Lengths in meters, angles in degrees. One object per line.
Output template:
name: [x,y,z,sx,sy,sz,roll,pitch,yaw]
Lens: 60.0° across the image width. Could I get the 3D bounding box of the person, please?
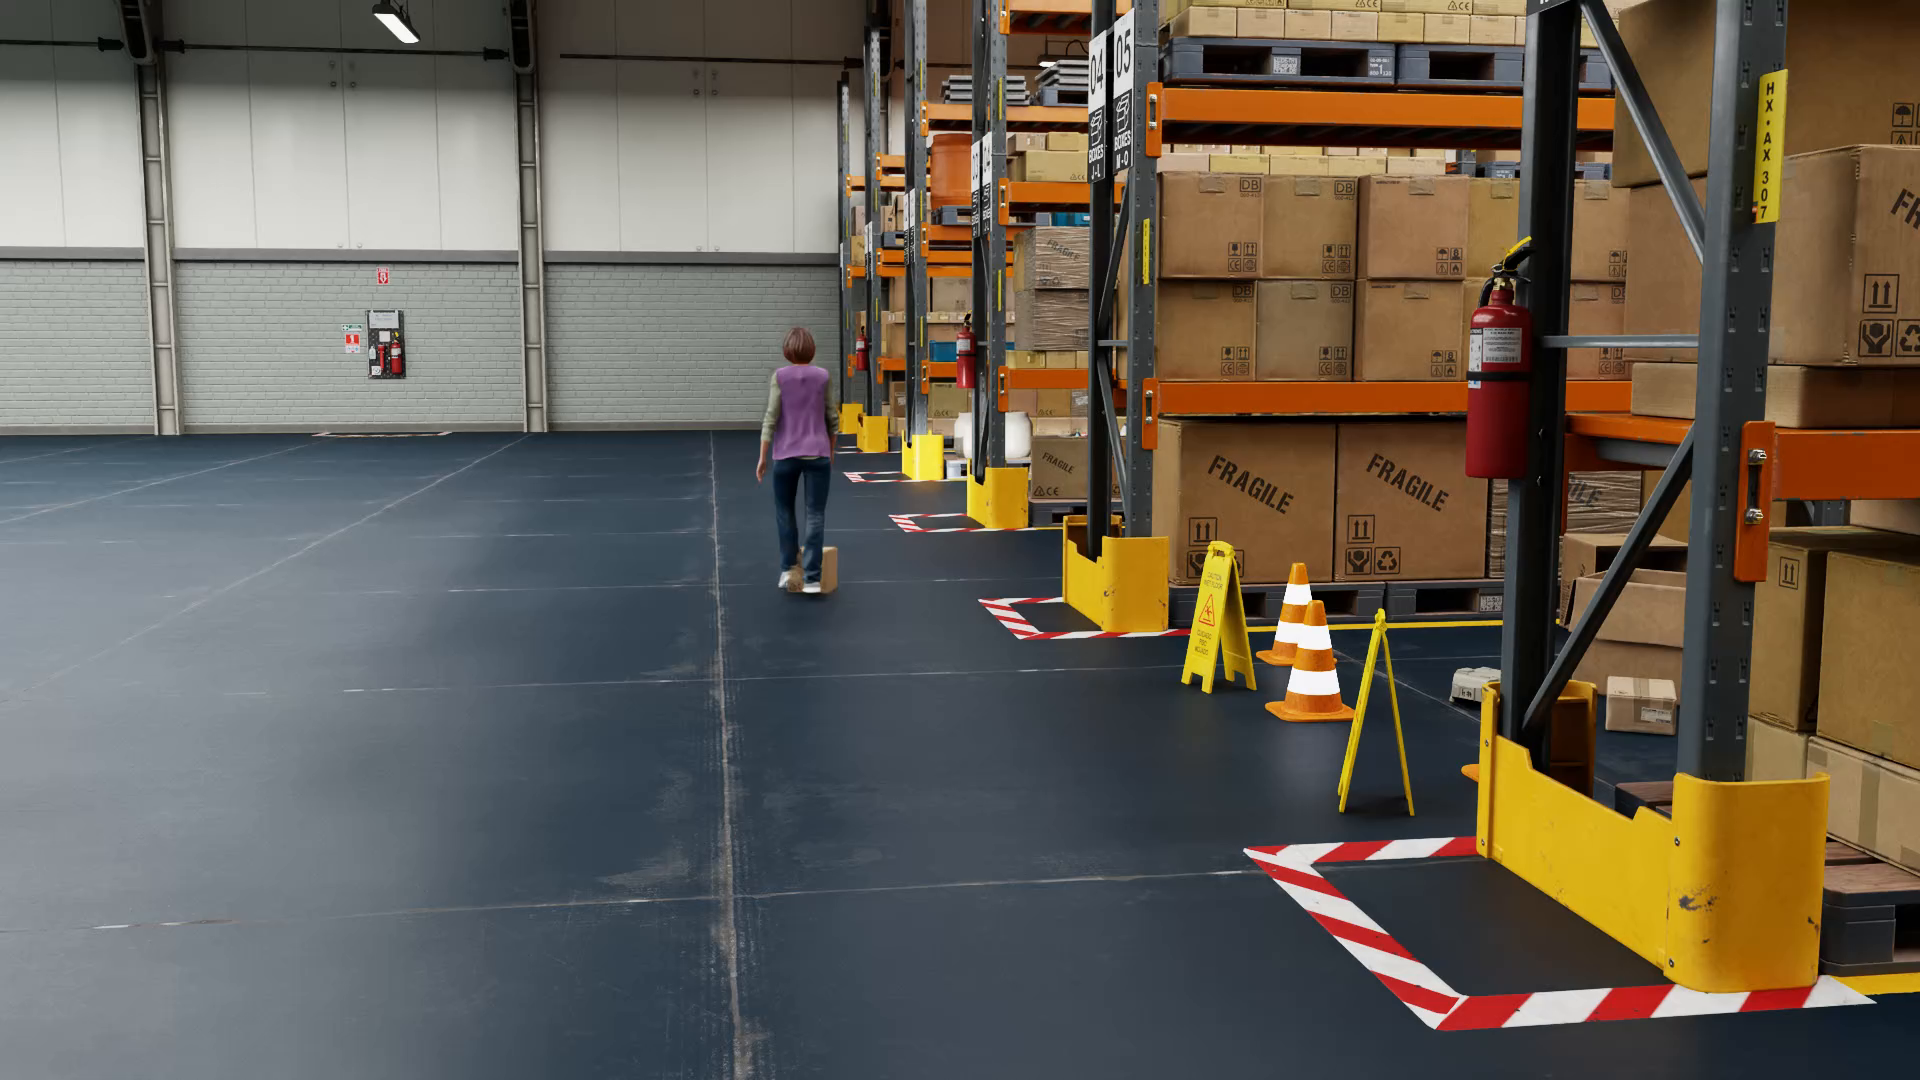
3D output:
person: [-0.971,-0.471,9.984,0.498,1.608,0.703,-1,7,-7]
